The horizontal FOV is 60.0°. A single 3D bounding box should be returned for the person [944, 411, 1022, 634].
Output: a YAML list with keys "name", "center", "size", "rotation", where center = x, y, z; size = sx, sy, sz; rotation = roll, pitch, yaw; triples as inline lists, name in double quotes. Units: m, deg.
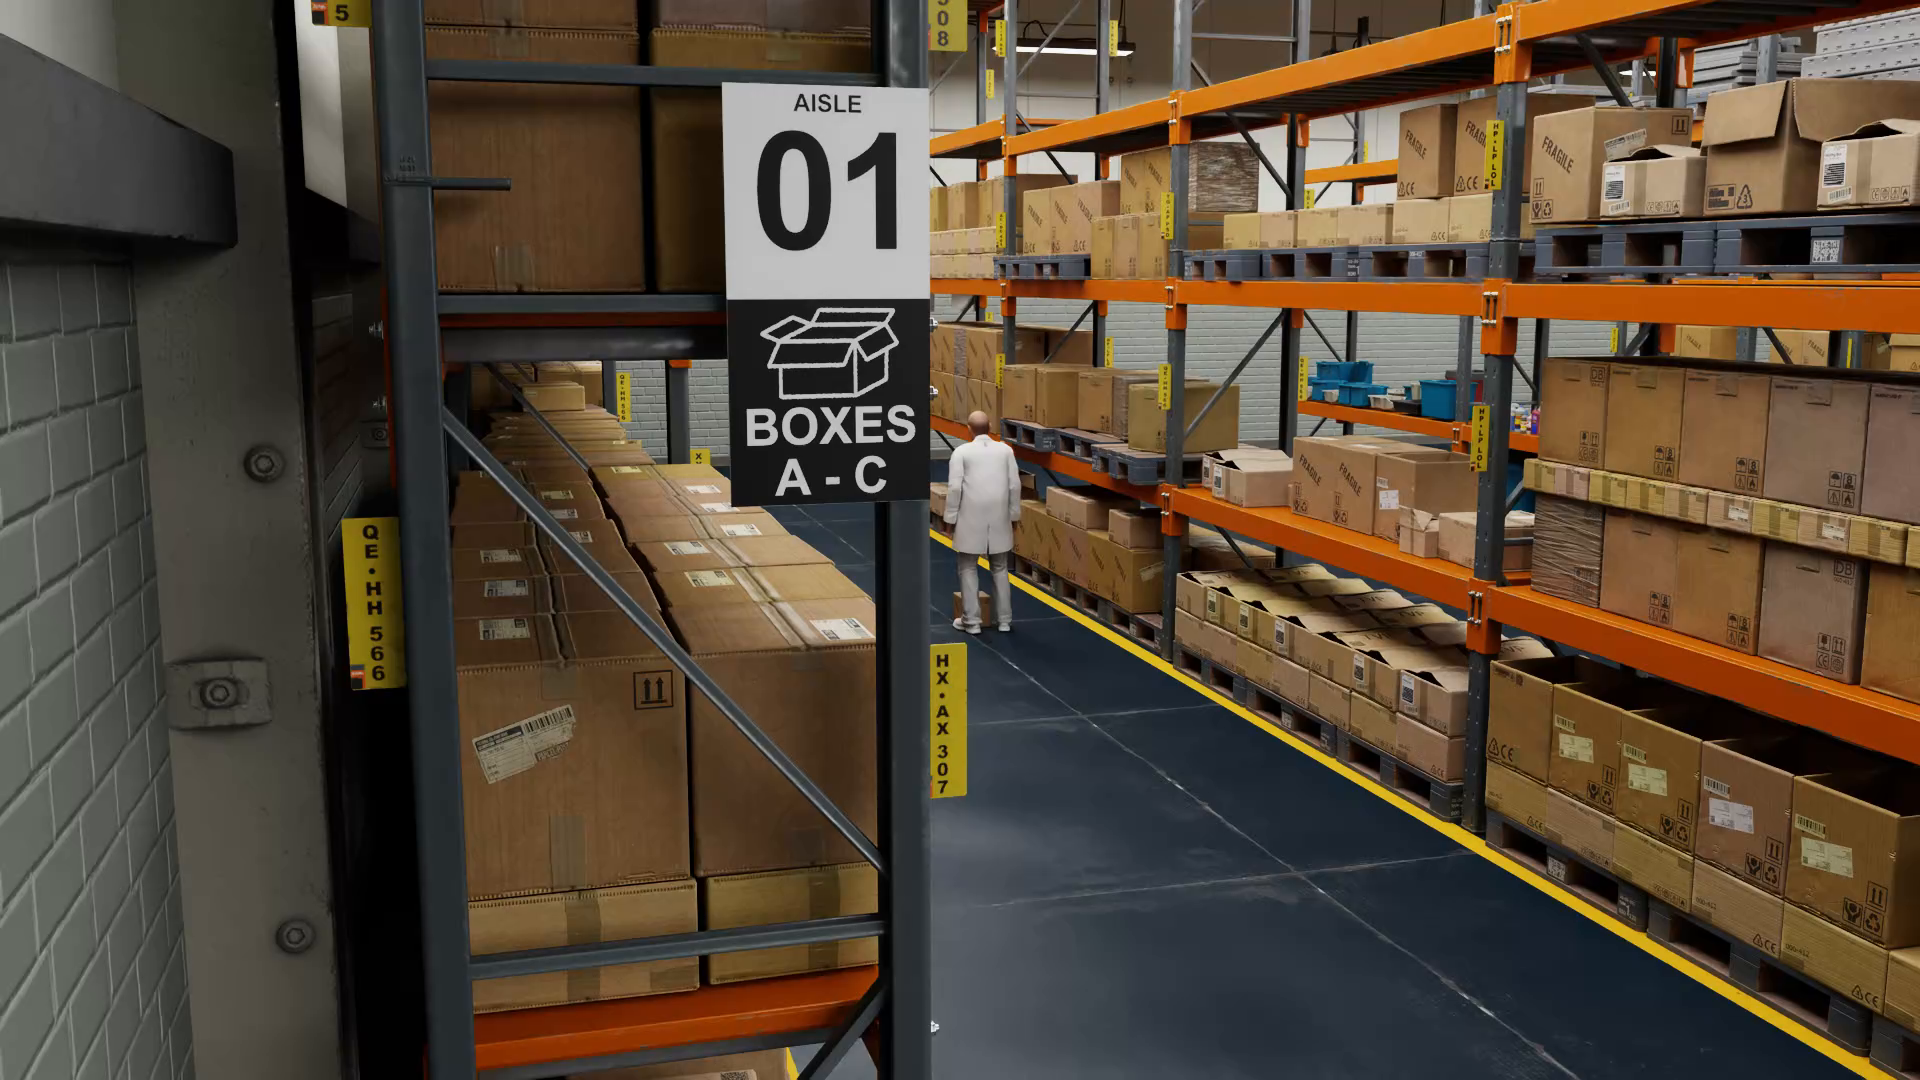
- name: "person"
  center: [0.182, -0.146, 13.332]
  size: [0.643, 1.773, 0.427]
  rotation: [-3, 9, -16]
